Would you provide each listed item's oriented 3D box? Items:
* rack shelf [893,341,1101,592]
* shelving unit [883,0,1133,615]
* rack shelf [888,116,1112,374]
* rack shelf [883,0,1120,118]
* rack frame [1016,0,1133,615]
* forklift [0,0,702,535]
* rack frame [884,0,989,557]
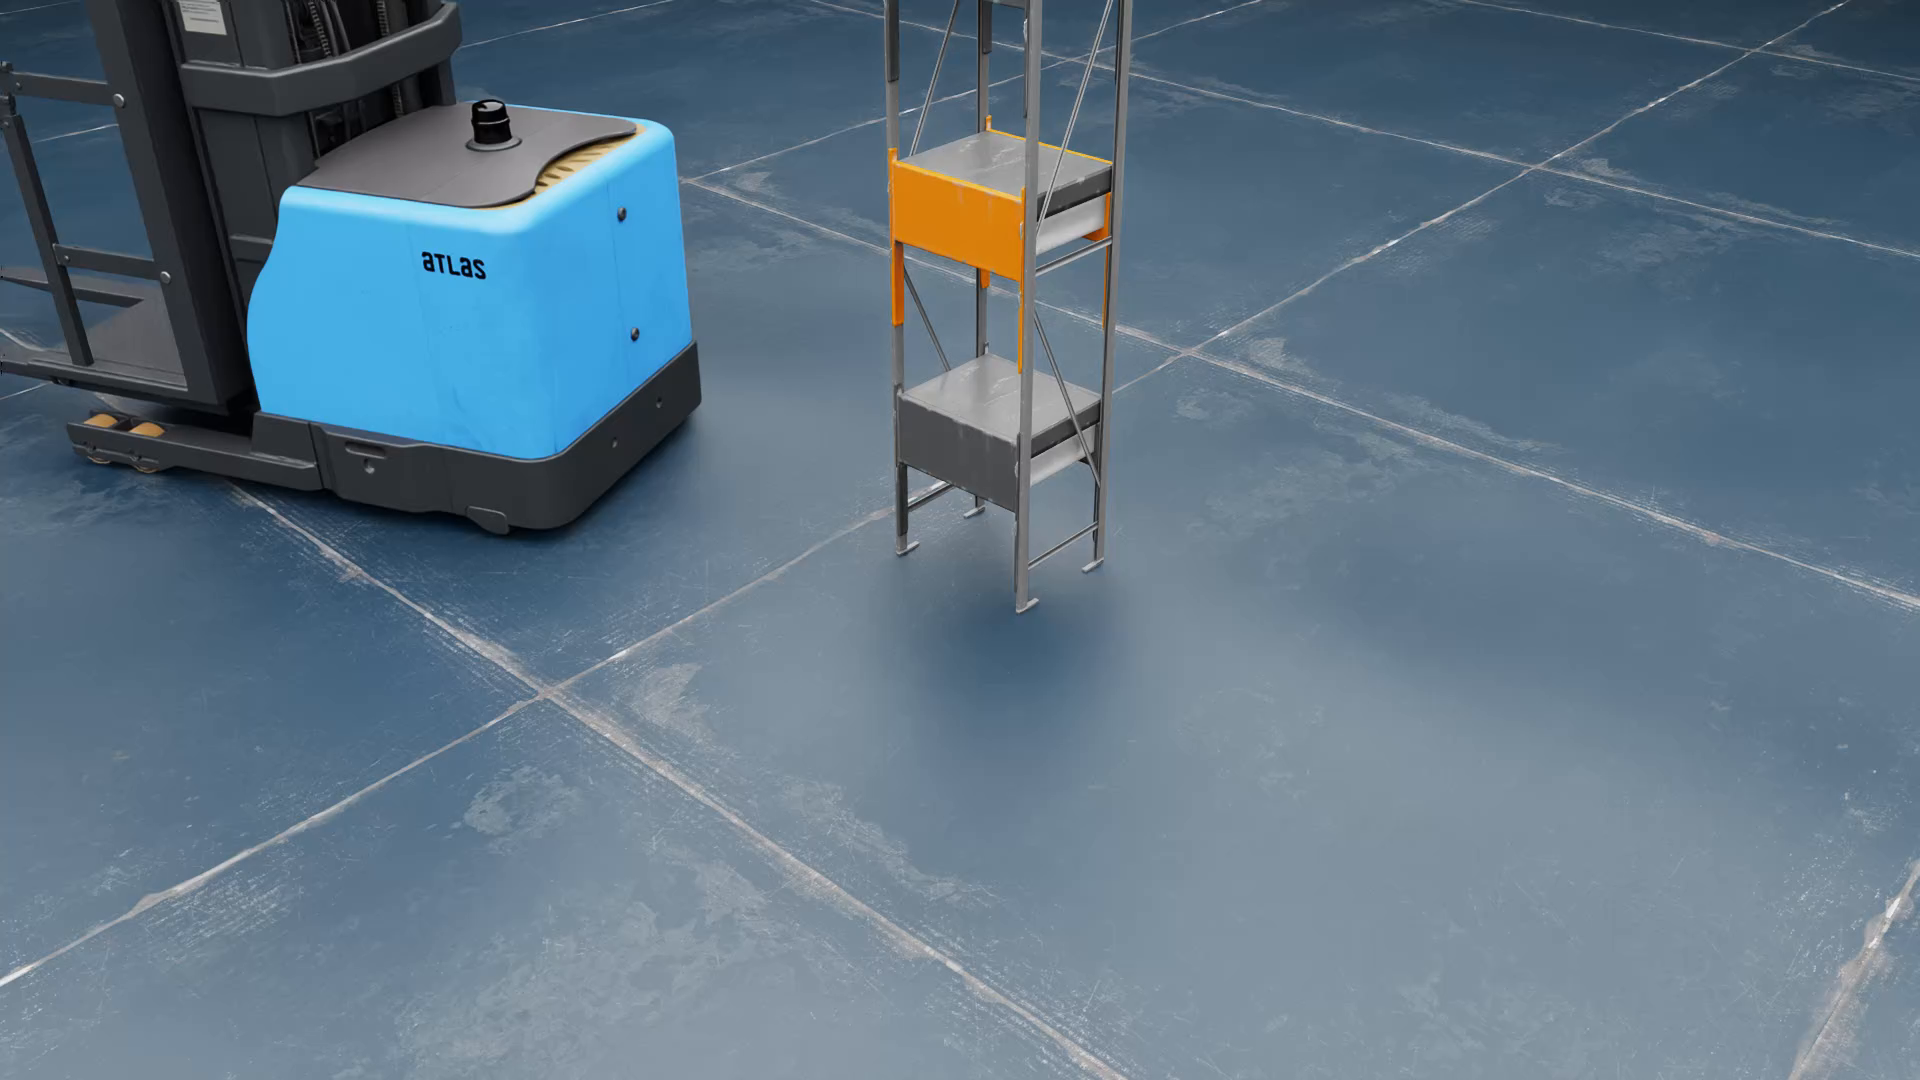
[{"bbox_3d":[0.123,-0.231,4.981,0.480,0.518,0.431,25,39,35],"label":"rack shelf"},{"bbox_3d":[0.123,-0.842,4.613,0.503,2.100,0.431,25,39,35],"label":"shelving unit"},{"bbox_3d":[0.123,-0.831,4.620,0.480,0.518,0.431,25,39,35],"label":"rack shelf"},{"bbox_3d":[0.123,-1.430,4.259,0.480,0.518,0.431,25,39,35],"label":"rack shelf"},{"bbox_3d":[0.304,-0.758,4.473,0.015,2.100,0.400,25,39,35],"label":"rack frame"},{"bbox_3d":[-2.494,-1.726,5.275,3.031,2.935,1.130,10,33,17],"label":"forklift"},{"bbox_3d":[-0.058,-0.927,4.754,0.015,2.100,0.400,25,39,35],"label":"rack frame"}]
